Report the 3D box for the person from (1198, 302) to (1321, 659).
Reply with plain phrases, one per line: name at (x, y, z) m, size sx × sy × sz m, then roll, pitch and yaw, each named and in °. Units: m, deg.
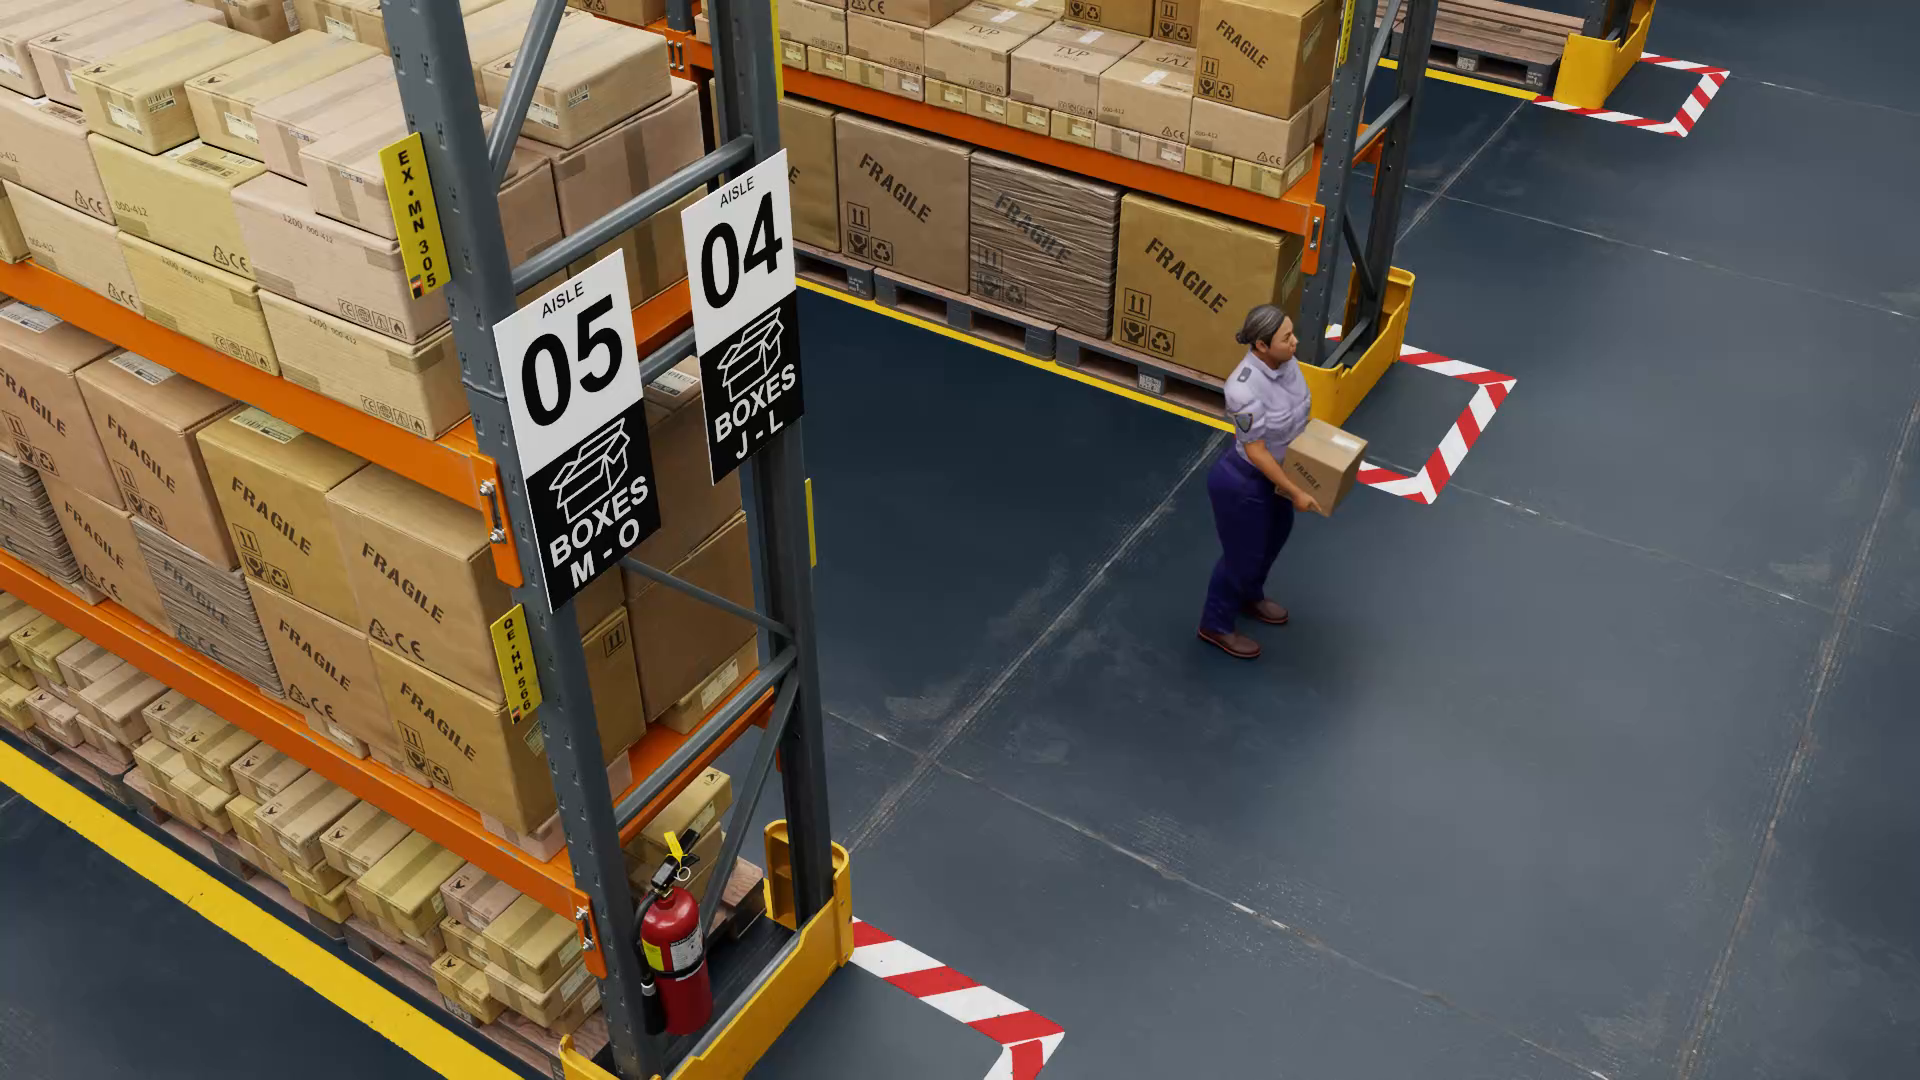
person at (1.321, -0.234, 6.992) m, size 0.516 × 1.634 × 0.452 m, roll 22°, pitch 44°, yaw 25°
